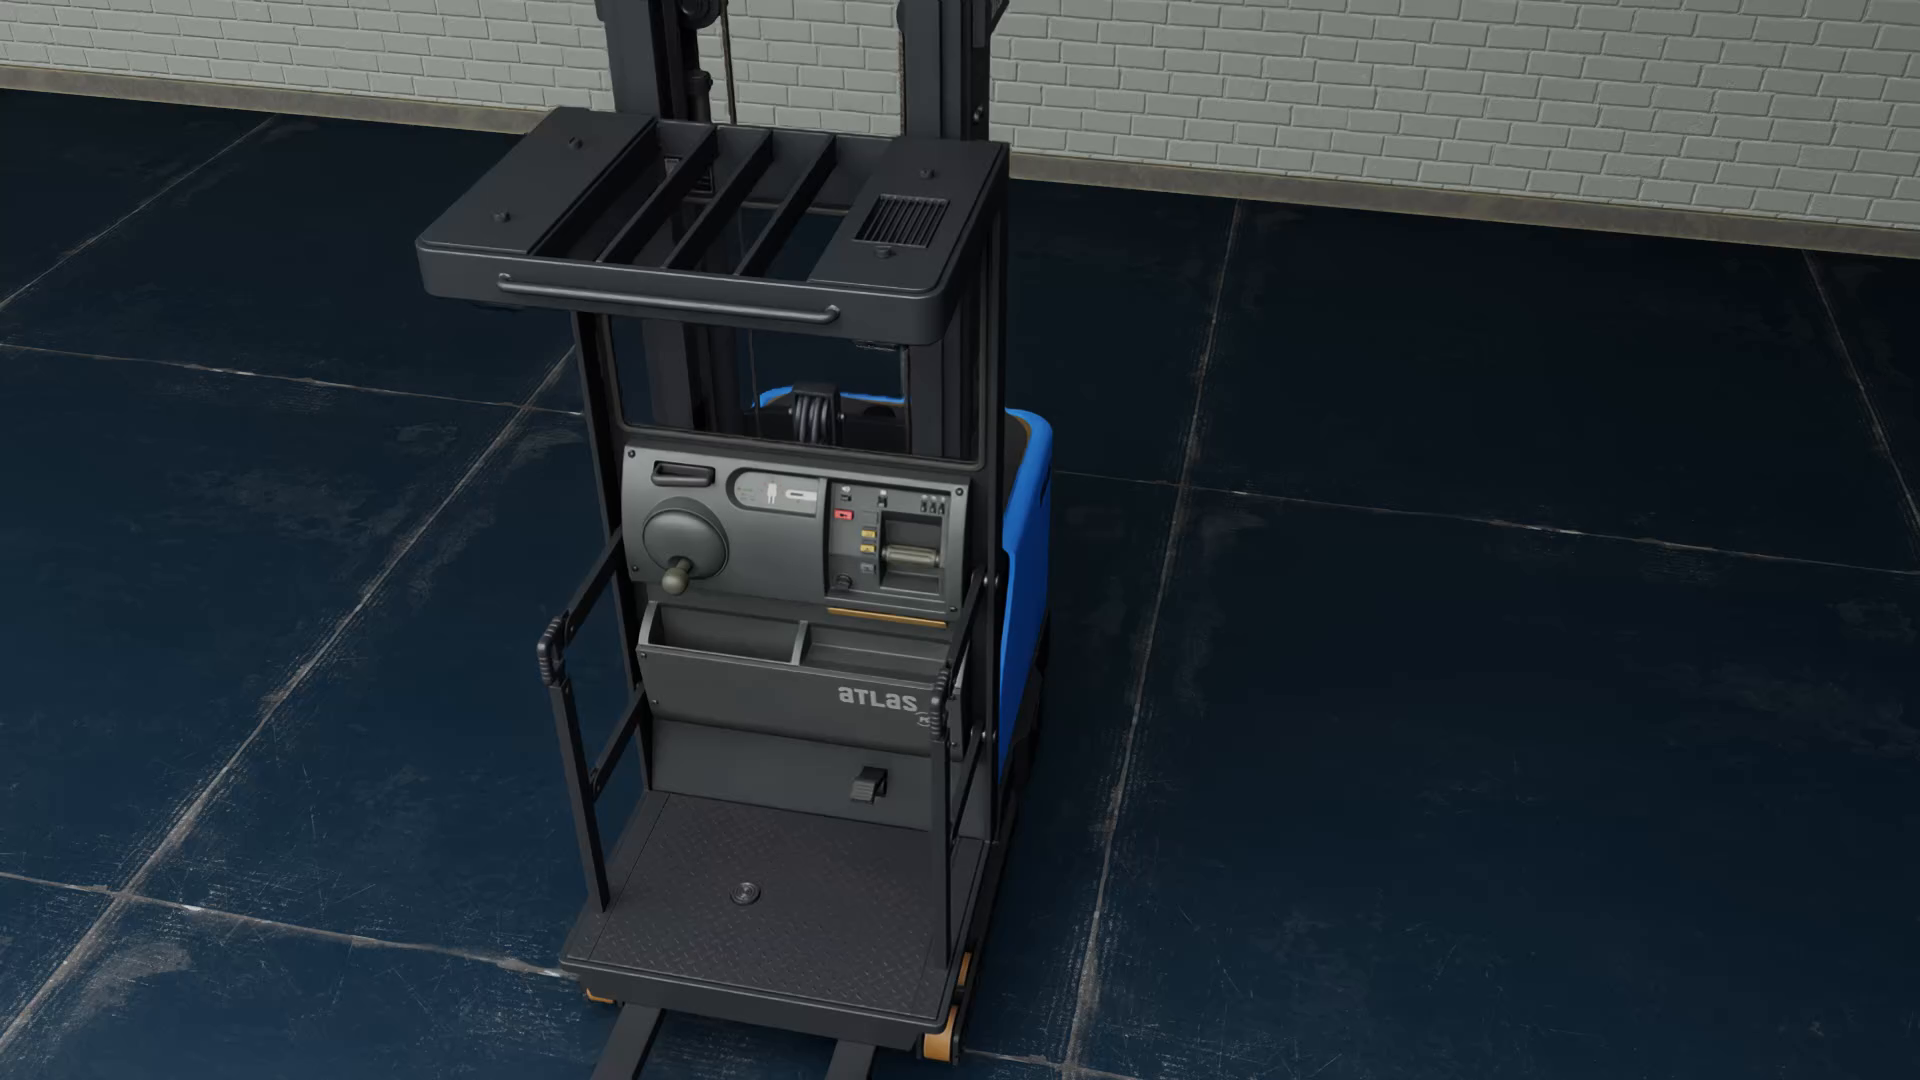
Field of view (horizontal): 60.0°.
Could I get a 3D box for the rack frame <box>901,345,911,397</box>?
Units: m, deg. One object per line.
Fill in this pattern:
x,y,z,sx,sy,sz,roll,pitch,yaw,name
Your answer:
-0.087,-0.251,6.074,0.240,1.200,0.015,7,37,10,rack frame

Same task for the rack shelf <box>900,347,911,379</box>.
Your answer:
-0.035,-0.709,6.036,0.258,0.148,0.480,7,37,10,rack shelf

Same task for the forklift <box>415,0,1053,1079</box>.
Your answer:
-0.479,0.047,4.188,1.130,2.935,3.031,7,37,9,forklift

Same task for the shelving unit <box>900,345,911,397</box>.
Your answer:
-0.035,-0.391,6.267,0.258,1.200,0.503,7,37,10,shelving unit
